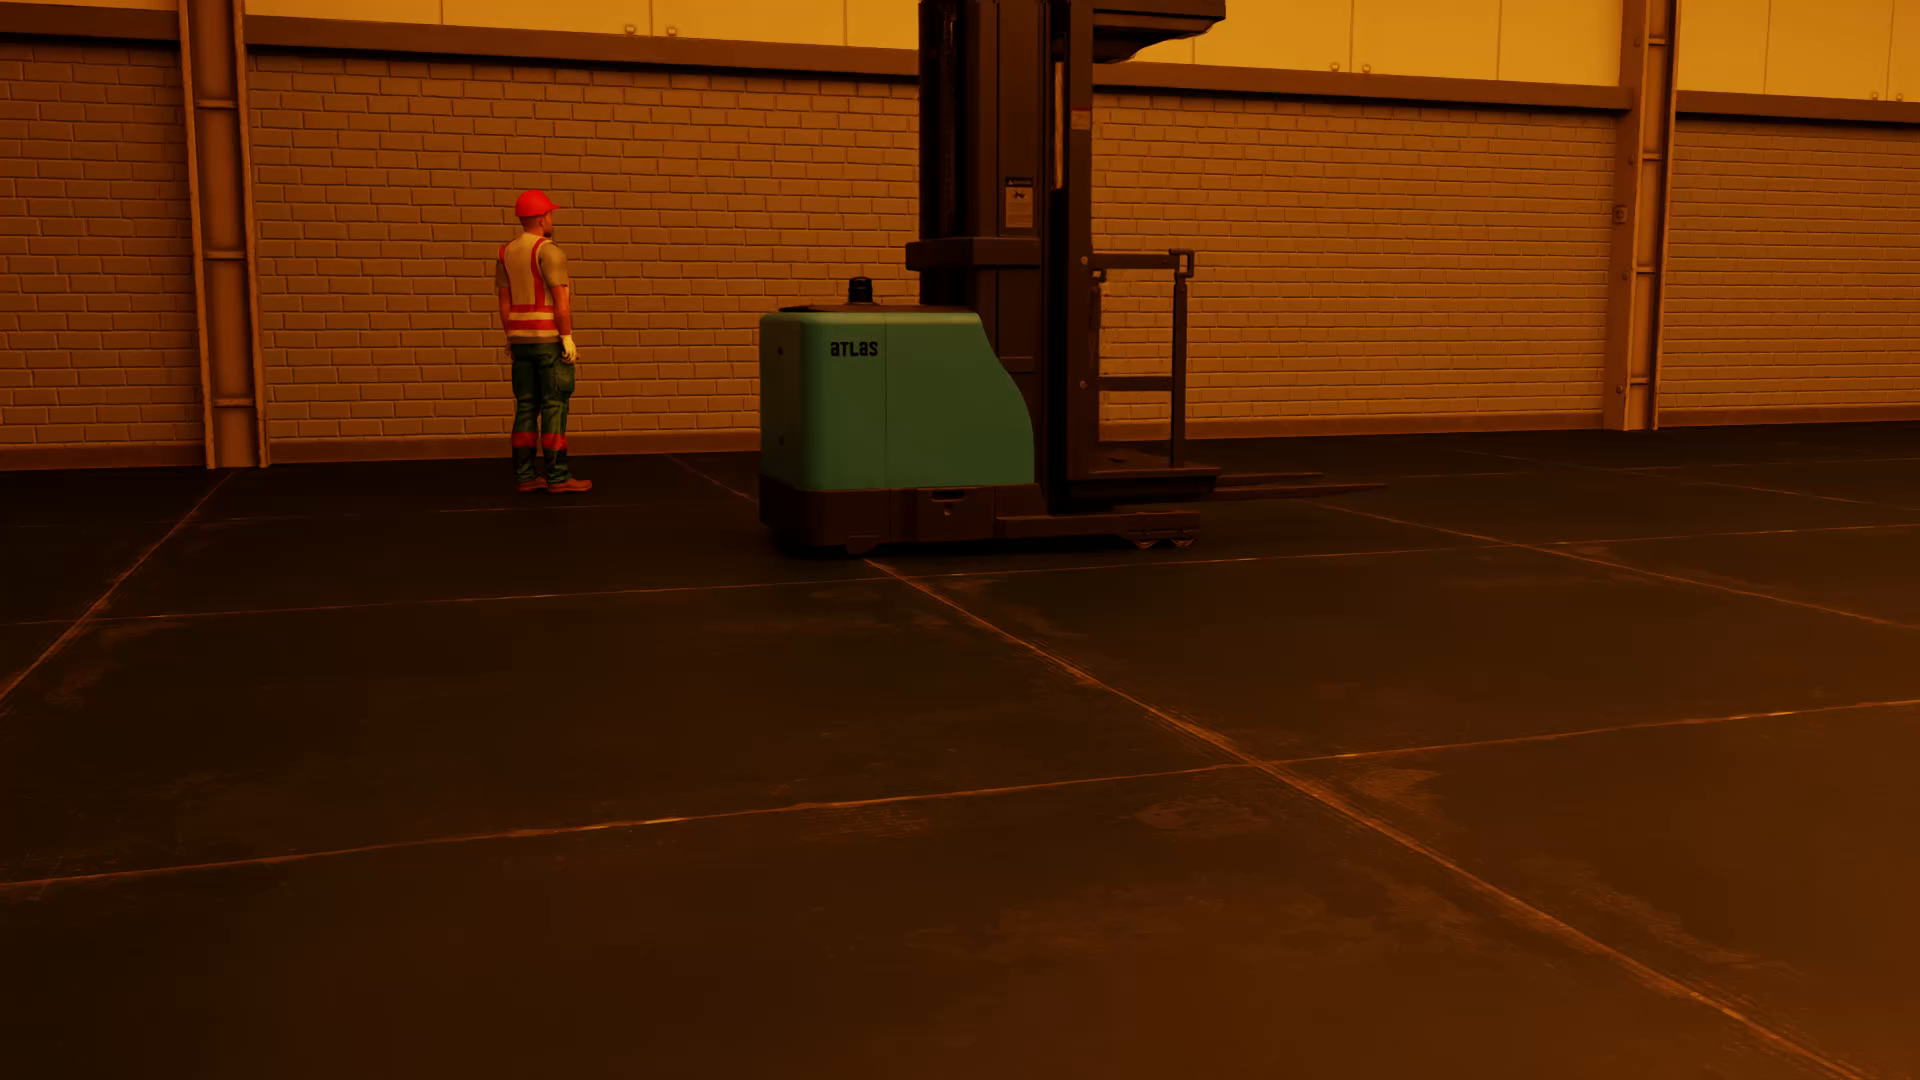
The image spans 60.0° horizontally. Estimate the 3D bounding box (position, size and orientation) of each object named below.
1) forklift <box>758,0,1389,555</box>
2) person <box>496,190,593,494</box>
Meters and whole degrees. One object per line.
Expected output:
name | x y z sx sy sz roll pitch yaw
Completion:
forklift | 0.598 -1.482 7.948 3.031 2.935 1.130 -3 8 -19
person | -2.505 -1.184 9.986 0.546 1.795 0.352 5 9 31
